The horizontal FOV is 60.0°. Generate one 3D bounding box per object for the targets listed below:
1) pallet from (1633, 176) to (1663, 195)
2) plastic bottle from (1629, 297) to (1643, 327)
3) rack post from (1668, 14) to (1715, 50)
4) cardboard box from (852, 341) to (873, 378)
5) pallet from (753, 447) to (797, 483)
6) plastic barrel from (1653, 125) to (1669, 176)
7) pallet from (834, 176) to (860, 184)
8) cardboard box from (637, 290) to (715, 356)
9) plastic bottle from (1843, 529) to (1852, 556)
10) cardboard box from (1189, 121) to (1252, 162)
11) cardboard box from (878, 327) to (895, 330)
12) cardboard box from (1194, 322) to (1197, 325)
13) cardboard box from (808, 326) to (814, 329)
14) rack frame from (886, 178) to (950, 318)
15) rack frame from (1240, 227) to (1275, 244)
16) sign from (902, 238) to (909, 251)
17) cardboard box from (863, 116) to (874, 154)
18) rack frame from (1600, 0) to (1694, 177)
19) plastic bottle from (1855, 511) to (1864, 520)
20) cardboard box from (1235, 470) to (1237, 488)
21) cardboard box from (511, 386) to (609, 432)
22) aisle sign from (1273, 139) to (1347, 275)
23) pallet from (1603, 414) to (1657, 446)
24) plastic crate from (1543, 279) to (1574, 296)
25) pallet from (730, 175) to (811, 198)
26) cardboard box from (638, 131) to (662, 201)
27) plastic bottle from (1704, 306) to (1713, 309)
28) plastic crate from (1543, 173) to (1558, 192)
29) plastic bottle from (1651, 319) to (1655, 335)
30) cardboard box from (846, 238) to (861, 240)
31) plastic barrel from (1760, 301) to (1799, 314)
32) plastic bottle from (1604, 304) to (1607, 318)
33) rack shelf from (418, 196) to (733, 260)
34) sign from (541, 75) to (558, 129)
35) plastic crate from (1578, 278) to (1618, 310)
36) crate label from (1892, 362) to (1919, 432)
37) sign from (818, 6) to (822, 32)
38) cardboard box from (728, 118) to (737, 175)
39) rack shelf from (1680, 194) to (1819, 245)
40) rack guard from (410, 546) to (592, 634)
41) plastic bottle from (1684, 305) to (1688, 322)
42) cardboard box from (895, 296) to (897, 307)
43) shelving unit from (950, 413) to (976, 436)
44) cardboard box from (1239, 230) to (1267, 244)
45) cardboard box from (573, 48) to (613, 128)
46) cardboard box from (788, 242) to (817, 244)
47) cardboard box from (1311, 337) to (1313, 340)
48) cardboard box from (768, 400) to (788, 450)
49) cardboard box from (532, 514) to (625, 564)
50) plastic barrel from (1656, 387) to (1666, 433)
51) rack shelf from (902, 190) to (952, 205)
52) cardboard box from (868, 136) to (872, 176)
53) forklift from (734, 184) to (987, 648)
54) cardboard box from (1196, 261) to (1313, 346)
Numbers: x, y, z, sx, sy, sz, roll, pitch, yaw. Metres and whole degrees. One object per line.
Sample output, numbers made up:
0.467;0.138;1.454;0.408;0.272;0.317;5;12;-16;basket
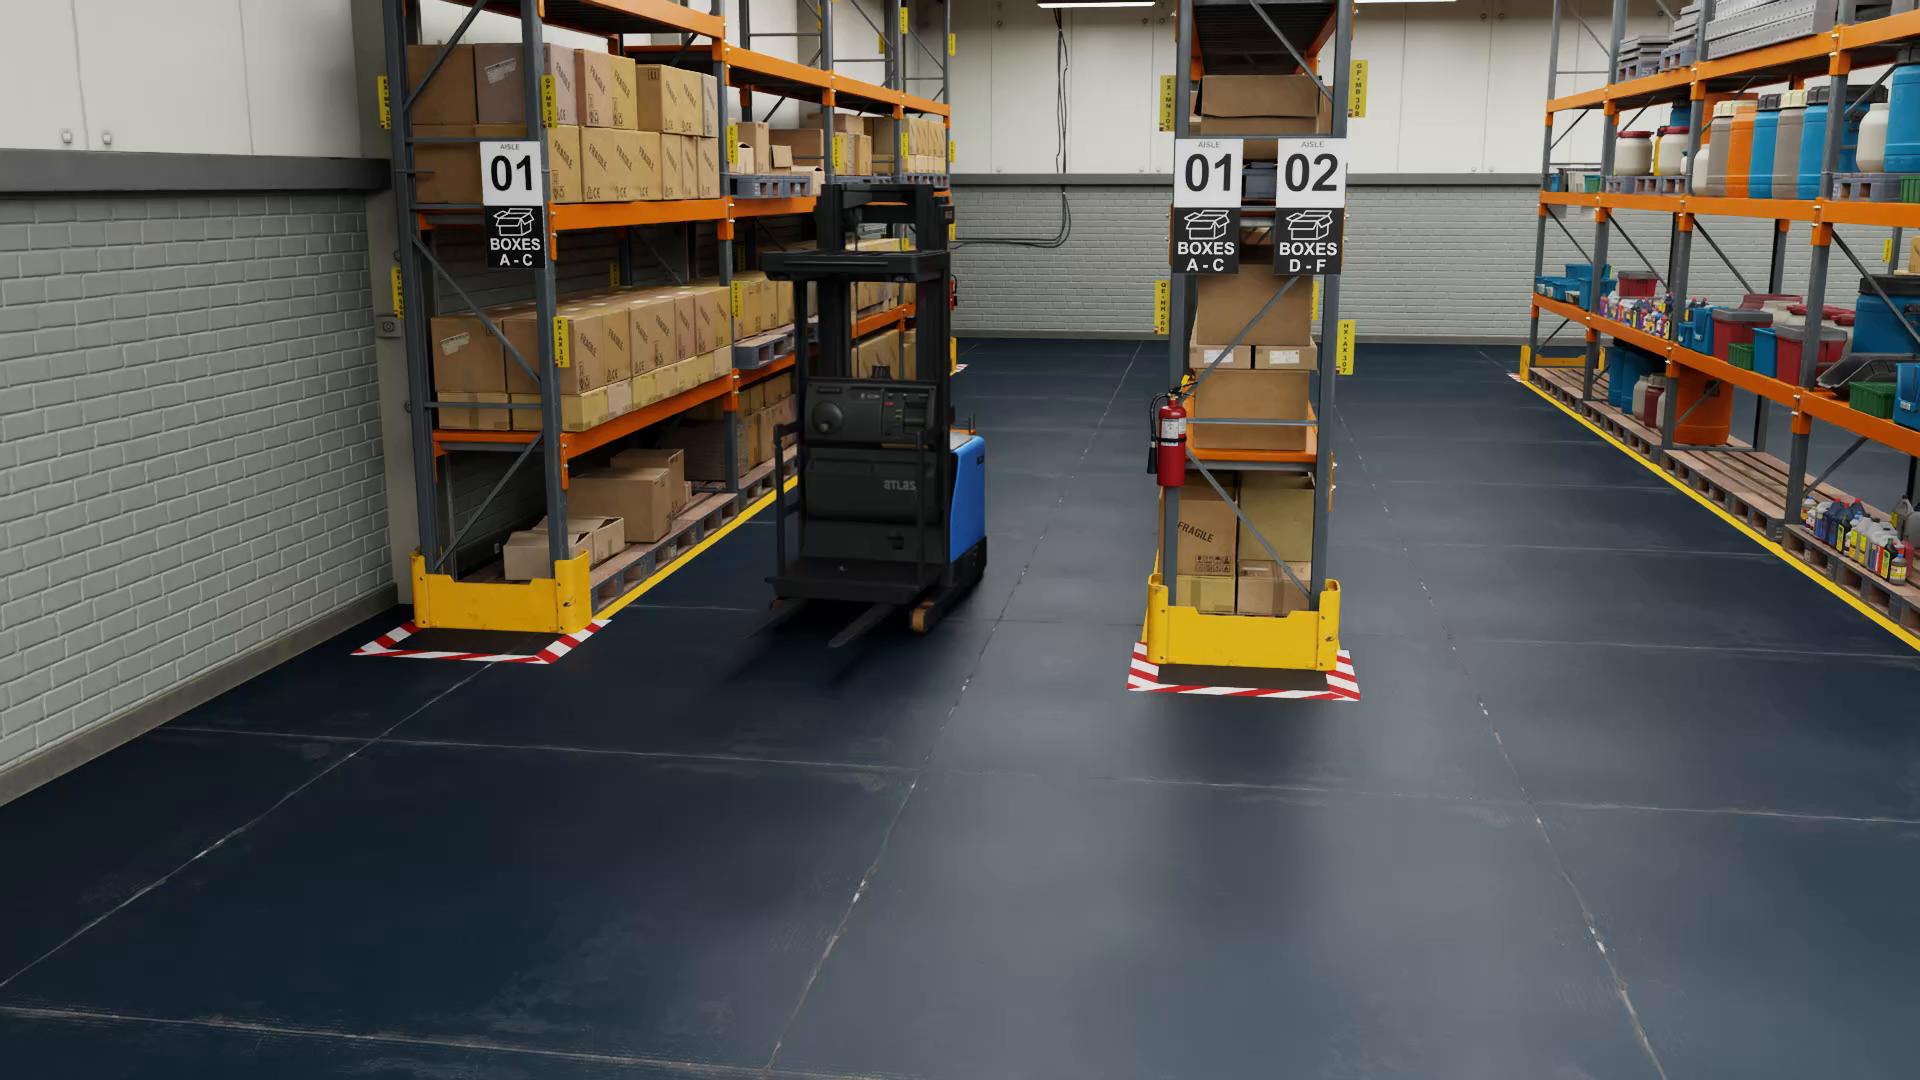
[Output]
8.318;-4.026;18.882;1.003;0.211;1.213;2;12;9;pallet
7.829;-2.631;19.201;0.144;0.351;0.185;2;12;9;plastic bottle
7.969;-5.269;17.264;0.954;0.300;0.937;2;12;9;rack post
-1.507;-2.028;20.389;0.750;0.750;0.750;2;12;8;cardboard box
-2.203;-0.764;17.035;1.003;0.211;1.213;2;12;9;pallet
8.573;-4.621;19.753;0.600;0.588;0.600;0;12;0;plastic barrel
-1.845;-4.052;19.005;1.213;0.211;1.003;2;12;11;pallet
-2.345;-1.800;13.756;0.500;0.500;0.500;2;12;8;cardboard box
6.653;0.016;12.397;0.097;0.201;0.097;0;12;0;plastic bottle
1.690;-2.633;10.995;0.500;0.250;0.500;2;12;9;cardboard box
-1.119;-3.021;24.290;0.380;0.149;0.250;2;12;9;cardboard box
1.881;-1.492;12.020;0.380;0.149;0.250;2;12;8;cardboard box
-1.612;-2.491;18.979;0.380;0.149;0.250;2;12;8;cardboard box
-0.661;-4.208;26.399;1.000;3.000;0.127;2;12;9;rack frame
3.619;-3.216;21.794;1.000;3.000;0.127;2;12;9;rack frame
-0.738;-3.887;22.349;0.100;0.325;0.005;2;12;9;sign
-1.399;-5.542;22.811;0.500;0.500;0.500;2;12;8;cardboard box
8.513;-5.987;20.414;1.000;3.000;0.127;2;12;9;rack frame
6.846;-0.082;12.684;0.097;0.271;0.097;0;12;0;plastic bottle
2.372;-0.466;12.787;0.500;0.500;0.500;2;12;9;cardboard box
-2.733;-0.905;11.381;0.500;0.250;0.500;2;12;7;cardboard box
2.066;-1.965;9.819;0.394;0.787;0.004;2;12;9;aisle sign
8.168;-1.277;19.418;1.003;0.211;1.213;2;12;9;pallet
8.664;-3.657;24.096;0.416;0.233;0.300;2;12;9;plastic crate
-2.150;-3.426;16.094;1.213;0.211;1.003;2;12;9;pallet
-2.568;-2.795;12.437;0.500;0.500;0.500;3;12;12;cardboard box
8.497;-2.529;18.904;0.152;0.276;0.135;2;12;9;plastic bottle
8.794;-5.218;24.277;0.497;0.269;0.590;2;12;9;plastic crate
7.655;-2.355;18.271;0.097;0.201;0.097;0;12;0;plastic bottle
-1.604;-3.859;22.007;0.500;0.250;0.500;2;12;10;cardboard box
7.951;-2.055;16.144;0.421;0.512;0.421;0;12;0;plastic barrel
8.015;-2.842;20.533;0.097;0.201;0.097;0;12;0;plastic bottle
-2.814;-2.408;12.636;1.077;0.370;4.000;2;12;9;rack shelf
-2.585;-2.753;10.454;0.100;0.325;0.005;2;12;9;sign
8.248;-3.184;21.543;0.392;0.384;0.575;2;12;9;plastic crate
6.683;-0.965;11.269;0.502;0.435;0.616;2;12;9;crate label
-1.821;-6.865;21.895;0.100;0.325;0.005;2;12;9;sign
-2.343;-3.542;14.953;0.500;0.500;0.500;4;13;17;cardboard box
7.590;-2.920;15.010;1.077;0.370;4.000;2;12;9;rack shelf
-3.110;0.329;11.281;1.175;0.500;0.348;2;12;9;rack guard
8.456;-2.642;19.437;0.097;0.271;0.097;0;12;0;plastic bottle
-1.048;-3.183;22.190;0.380;0.149;0.250;2;12;9;cardboard box
0.008;-0.524;13.934;0.215;1.050;0.252;2;12;9;shelving unit
4.049;-3.950;22.589;0.500;0.500;0.500;1;12;7;cardboard box
-2.695;-3.066;11.322;0.500;0.500;0.500;2;12;8;cardboard box
-1.835;-3.536;20.512;0.500;0.250;0.500;2;12;7;cardboard box
2.125;-1.265;10.967;0.380;0.149;0.250;2;12;9;cardboard box
-2.193;-1.176;17.221;0.700;0.500;0.500;2;12;8;cardboard box
-2.839;-0.038;12.386;0.500;0.311;0.500;3;13;13;cardboard box
7.955;-1.434;18.434;0.421;0.512;0.421;0;12;0;plastic barrel
-0.968;-4.906;24.227;1.077;0.370;4.000;2;12;9;rack shelf
-1.520;-4.926;21.329;0.700;0.500;0.500;1;12;6;cardboard box
-0.669;-0.902;11.221;1.130;2.935;3.031;3;13;15;forklift
1.866;-1.508;10.556;0.700;0.500;0.500;2;12;9;cardboard box
